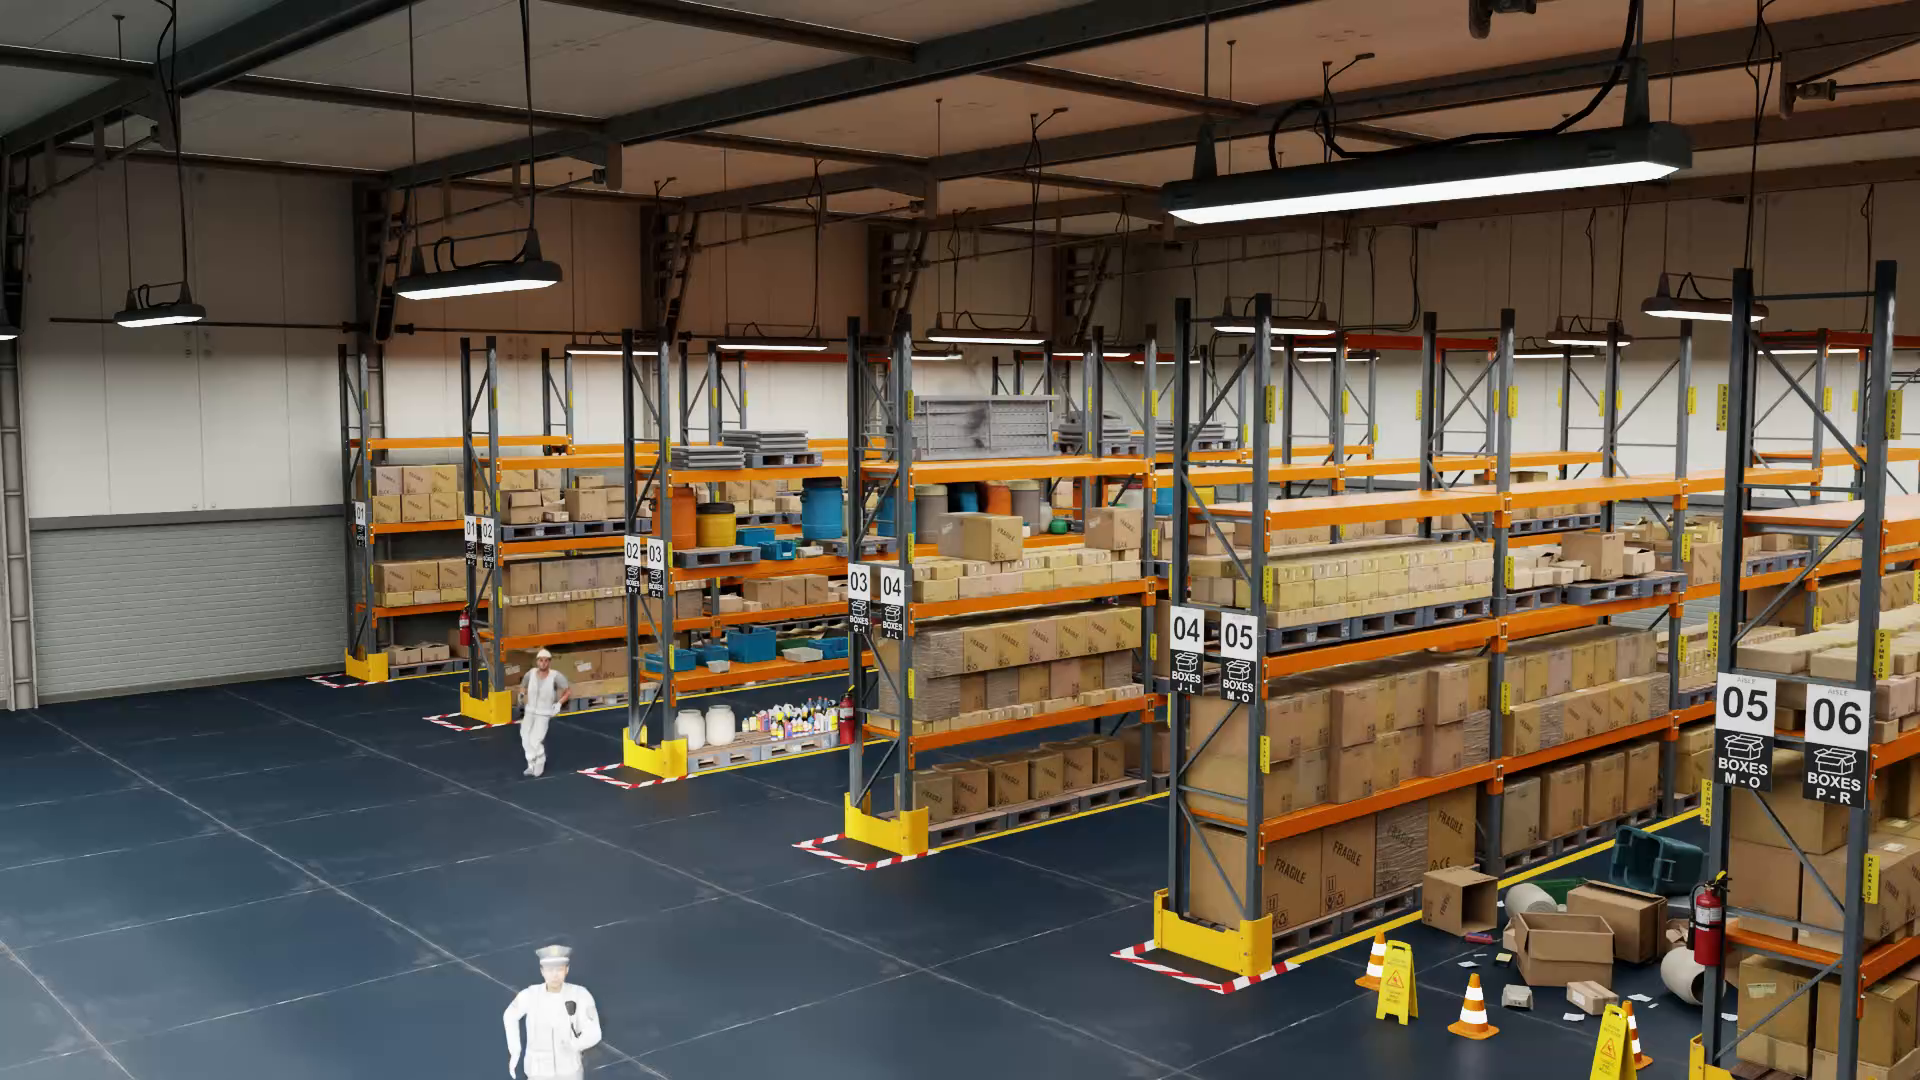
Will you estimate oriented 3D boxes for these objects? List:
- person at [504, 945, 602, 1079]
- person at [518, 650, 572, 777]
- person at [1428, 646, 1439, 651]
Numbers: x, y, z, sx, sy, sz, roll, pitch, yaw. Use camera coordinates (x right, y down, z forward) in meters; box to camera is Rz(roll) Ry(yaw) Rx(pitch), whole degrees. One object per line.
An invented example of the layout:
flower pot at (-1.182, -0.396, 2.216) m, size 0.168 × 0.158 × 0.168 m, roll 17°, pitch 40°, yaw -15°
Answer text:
person at (-2.552, 3.390, 10.468) m, size 0.576 × 1.749 × 0.729 m, roll -2°, pitch 5°, yaw -18°
person at (-5.591, 2.317, 22.141) m, size 0.662 × 1.719 × 0.590 m, roll 1°, pitch 5°, yaw 12°
person at (6.446, 2.275, 22.883) m, size 0.648 × 1.673 × 0.606 m, roll 5°, pitch 7°, yaw 42°
